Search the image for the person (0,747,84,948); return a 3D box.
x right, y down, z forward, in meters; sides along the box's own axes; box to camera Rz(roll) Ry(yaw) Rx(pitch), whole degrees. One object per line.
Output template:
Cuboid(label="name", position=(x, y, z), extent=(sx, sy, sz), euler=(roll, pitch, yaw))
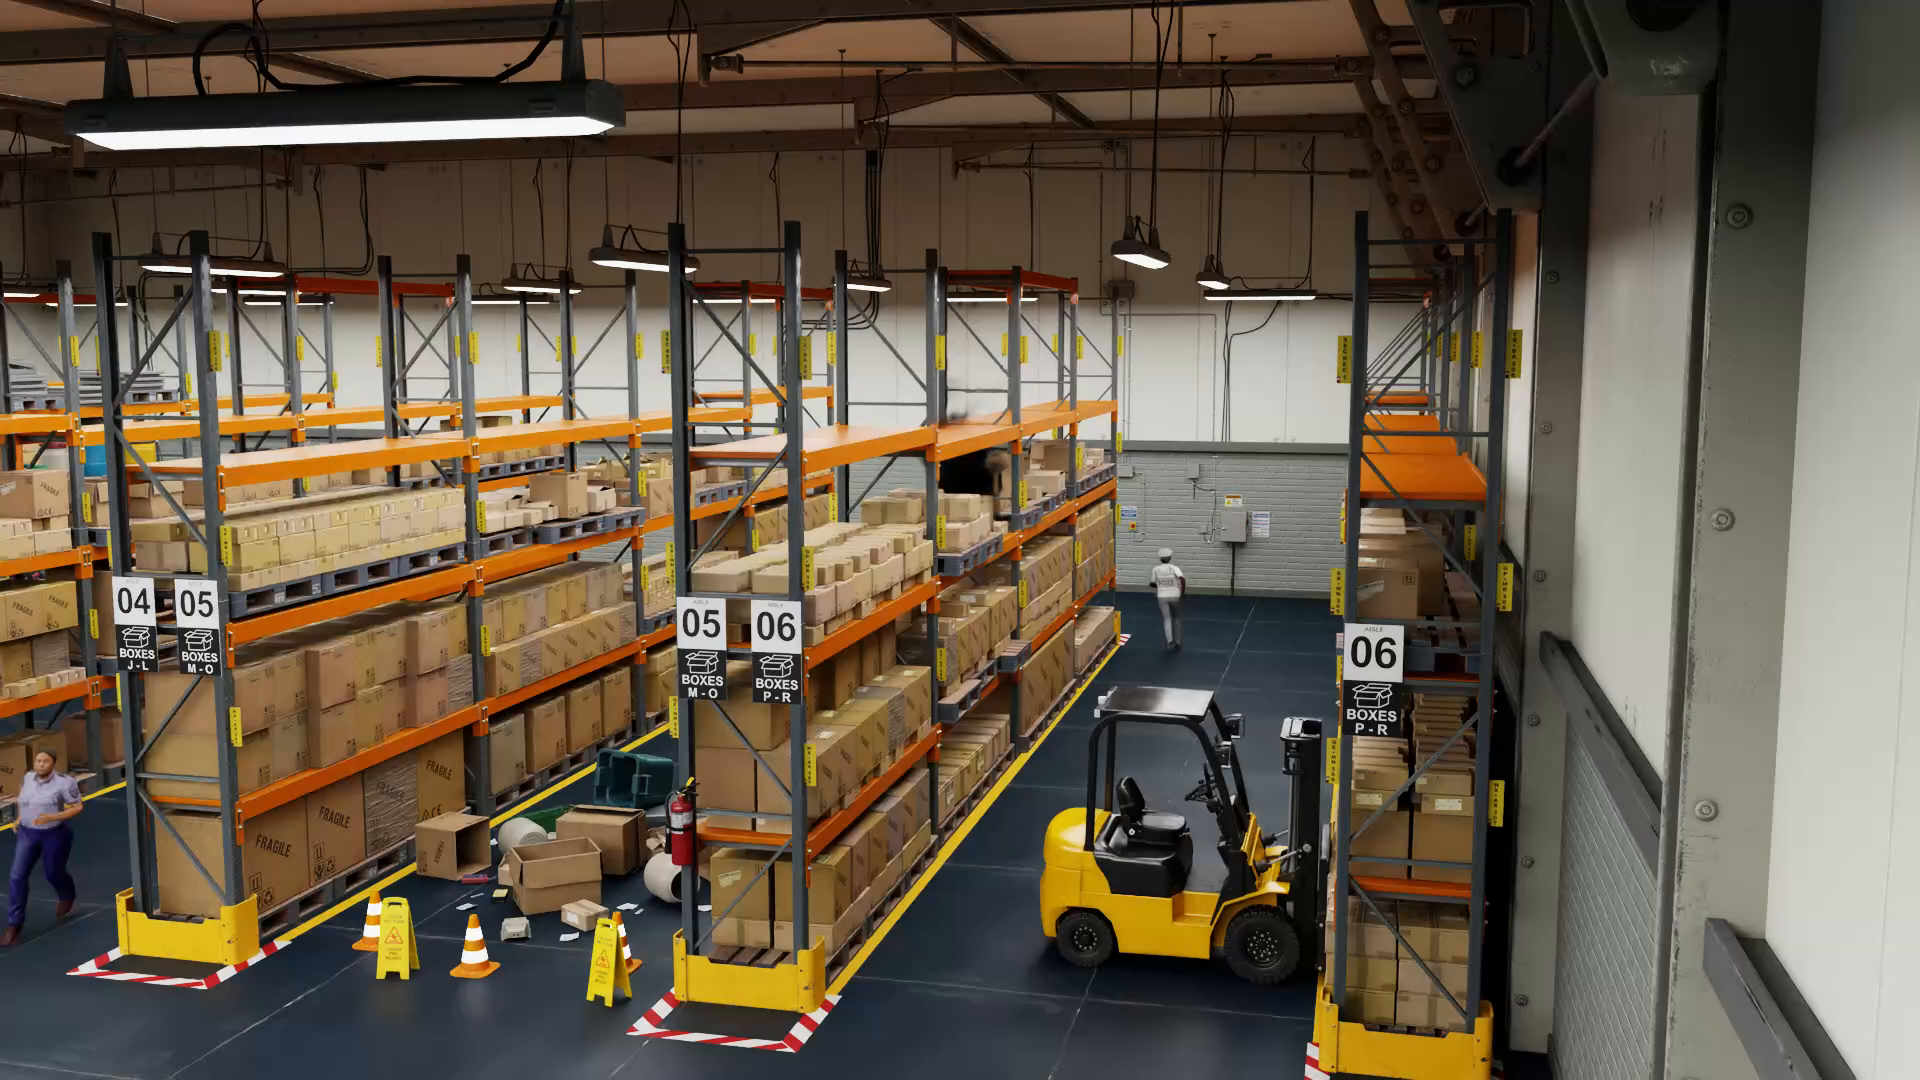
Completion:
Cuboid(label="person", position=(-7.936, 2.607, 14.486), extent=(0.618, 1.664, 0.861), euler=(0, 7, -4))

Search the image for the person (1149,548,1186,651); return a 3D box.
Cuboid(label="person", position=(3.411, 0.982, 27.386), extent=(0.605, 1.673, 0.970), euler=(1, 7, 8))
